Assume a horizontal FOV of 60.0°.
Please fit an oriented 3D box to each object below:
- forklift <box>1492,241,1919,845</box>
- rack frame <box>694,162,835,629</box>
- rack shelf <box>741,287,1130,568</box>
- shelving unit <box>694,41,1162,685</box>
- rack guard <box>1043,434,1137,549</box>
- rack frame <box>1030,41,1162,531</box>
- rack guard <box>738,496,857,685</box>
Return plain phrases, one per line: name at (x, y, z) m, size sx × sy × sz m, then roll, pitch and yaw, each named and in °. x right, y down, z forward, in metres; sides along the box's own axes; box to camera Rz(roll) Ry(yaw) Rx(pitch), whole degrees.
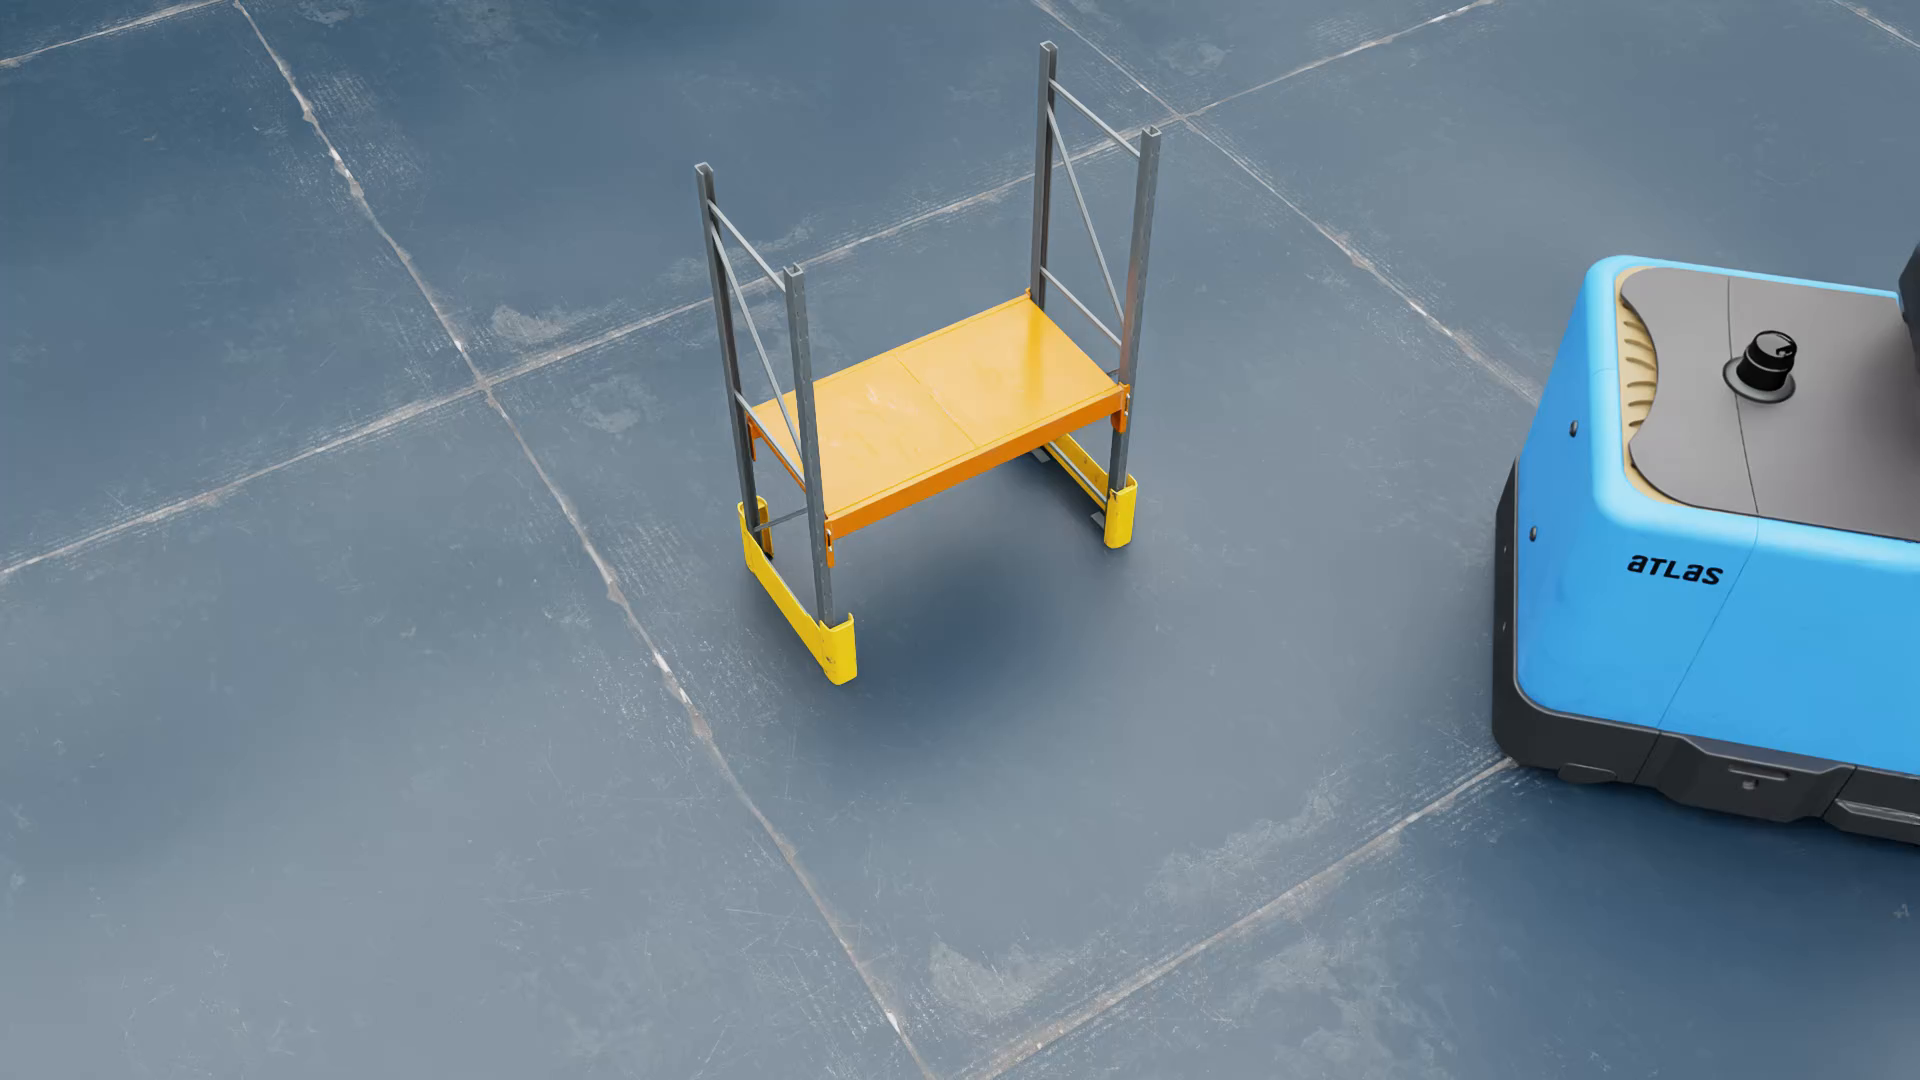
forklift at (3.068, -0.450, 3.689) m, size 3.031 × 2.935 × 1.130 m, roll 10°, pitch 49°, yaw 9°
rack frame at (-0.502, -0.262, 4.479) m, size 0.032 × 1.500 × 0.500 m, roll -25°, pitch 53°, yaw -21°
rack shelf at (-0.072, -0.345, 4.794) m, size 1.000 × 0.185 × 0.538 m, roll -25°, pitch 53°, yaw -21°
shelving unit at (-0.064, -0.468, 4.663) m, size 1.083 × 1.500 × 0.587 m, roll -25°, pitch 53°, yaw -21°
rack guard at (0.357, -0.251, 5.306) m, size 0.087 × 0.250 × 0.587 m, roll -25°, pitch 53°, yaw -21°
rack frame at (0.358, -0.667, 4.840) m, size 0.032 × 1.500 × 0.500 m, roll -25°, pitch 53°, yaw -21°
rack guard at (-0.486, 0.146, 4.953) m, size 0.087 × 0.250 × 0.587 m, roll -25°, pitch 53°, yaw -21°
